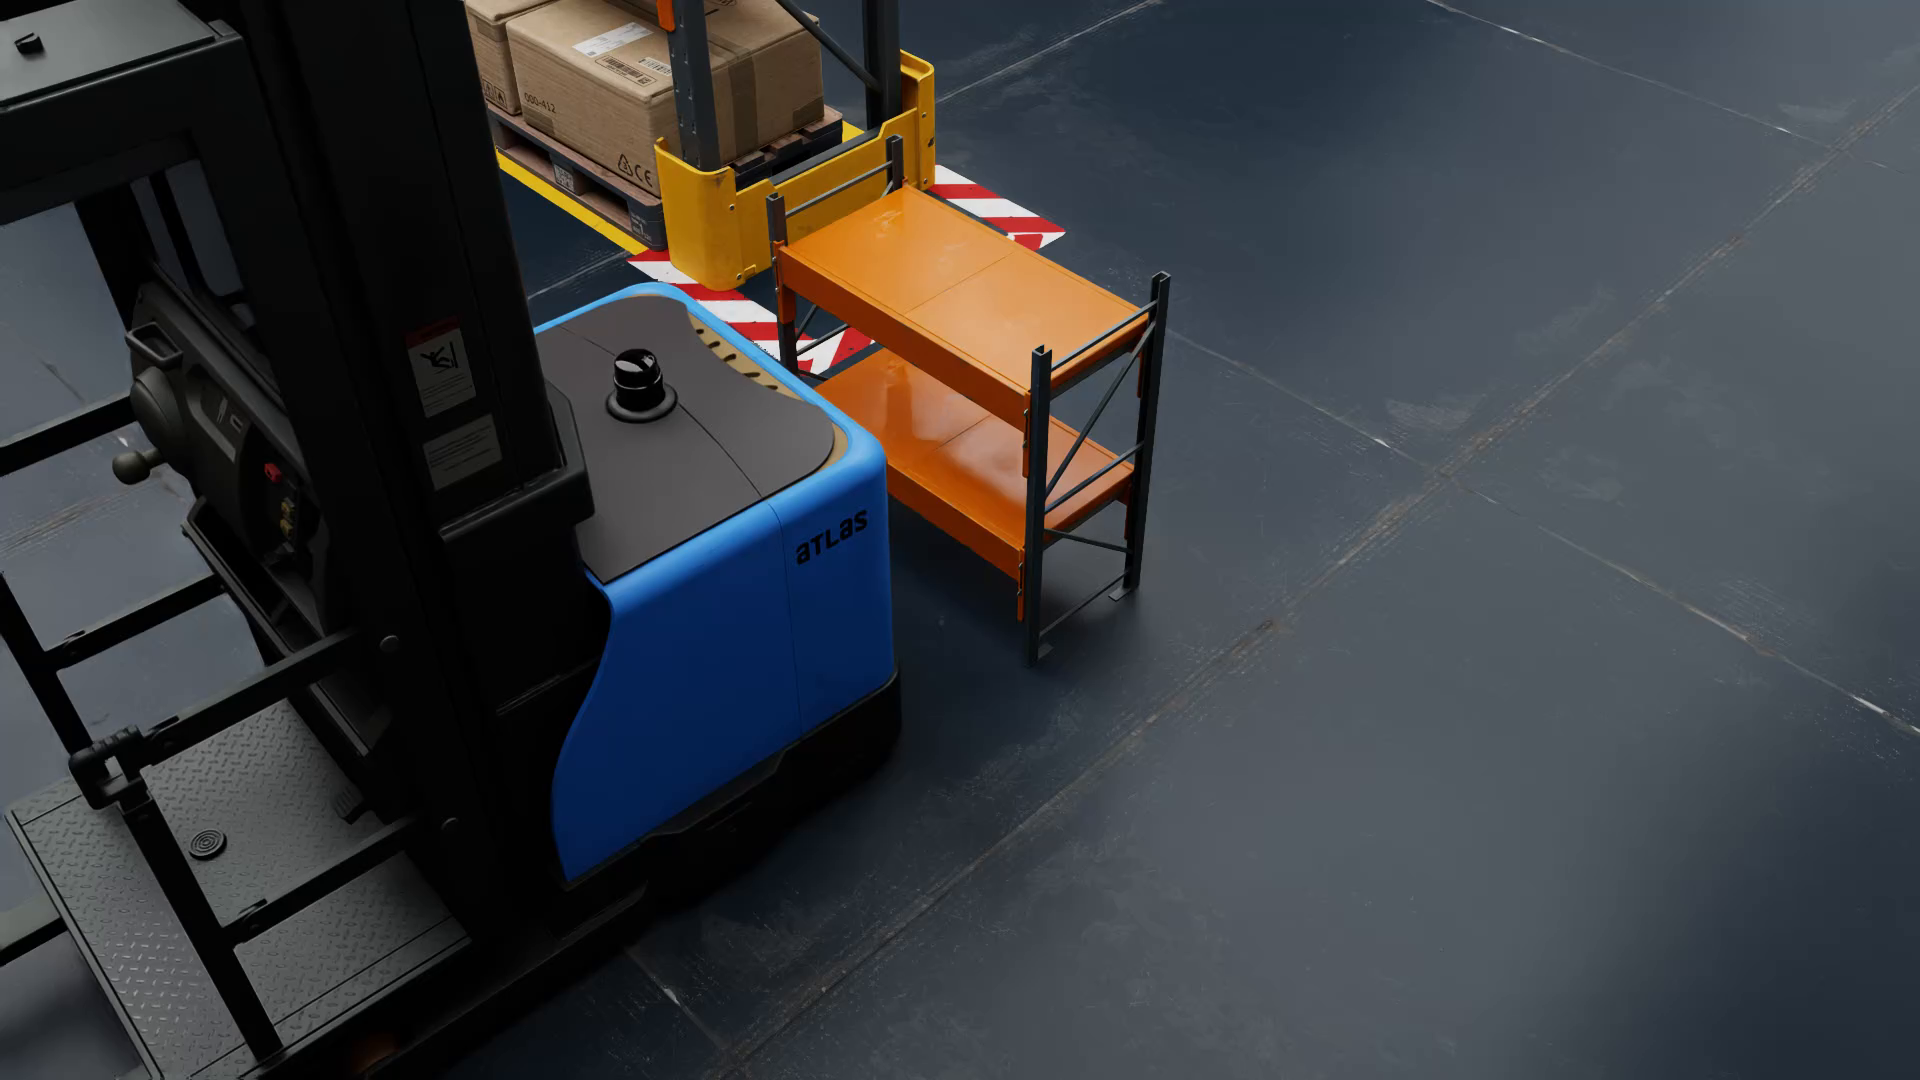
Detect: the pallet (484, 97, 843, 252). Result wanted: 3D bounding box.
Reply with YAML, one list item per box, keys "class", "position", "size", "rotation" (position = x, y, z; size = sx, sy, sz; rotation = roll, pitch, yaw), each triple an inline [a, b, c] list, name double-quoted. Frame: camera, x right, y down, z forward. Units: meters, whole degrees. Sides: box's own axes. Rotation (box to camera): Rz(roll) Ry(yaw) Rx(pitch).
- class: "pallet"
  position: [-1.247, -1.714, 6.950]
  size: [1.003, 0.211, 1.213]
  rotation: [-34, 53, -31]

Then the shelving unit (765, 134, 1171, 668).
- class: "shelving unit"
  position: [0.005, -0.410, 4.865]
  size: [0.538, 1.125, 1.048]
  rotation: [-34, 53, -31]

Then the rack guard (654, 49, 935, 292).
- class: "rack guard"
  position: [-0.610, -1.462, 6.464]
  size: [1.175, 0.500, 0.348]
  rotation: [-34, 53, -31]

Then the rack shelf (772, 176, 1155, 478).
- class: "rack shelf"
  position: [0.005, -0.625, 4.666]
  size: [0.538, 0.278, 1.000]
  rotation: [-34, 53, -31]

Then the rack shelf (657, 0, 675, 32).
- class: "rack shelf"
  position: [-2.039, -3.089, 6.912]
  size: [1.077, 0.370, 4.000]
  rotation: [-34, 53, -31]

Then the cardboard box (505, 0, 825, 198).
- class: "cardboard box"
  position: [-1.163, -1.874, 6.647]
  size: [0.875, 0.438, 0.875]
  rotation: [32, 52, 30]

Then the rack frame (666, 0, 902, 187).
- class: "rack frame"
  position: [-0.626, -2.392, 5.628]
  size: [1.000, 3.000, 0.127]
  rotation: [-34, 53, -31]

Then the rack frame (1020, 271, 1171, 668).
- class: "rack frame"
  position: [0.364, -0.166, 4.600]
  size: [0.500, 1.125, 0.032]
  rotation: [-34, 53, -31]

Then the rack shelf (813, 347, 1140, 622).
- class: "rack shelf"
  position: [0.005, -0.230, 5.031]
  size: [0.538, 0.278, 1.000]
  rotation: [-34, 53, -31]

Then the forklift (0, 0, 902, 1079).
- class: "forklift"
  position: [-1.603, -0.098, 3.197]
  size: [3.031, 2.935, 1.130]
  rotation: [-31, 51, -29]

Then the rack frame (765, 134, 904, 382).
- class: "rack frame"
  position: [-0.354, -0.654, 5.129]
  size: [0.500, 1.125, 0.032]
  rotation: [-34, 53, -31]

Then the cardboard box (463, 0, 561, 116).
- class: "cardboard box"
  position: [-1.816, -2.310, 7.118]
  size: [0.875, 0.438, 0.875]
  rotation: [-33, 52, -30]
